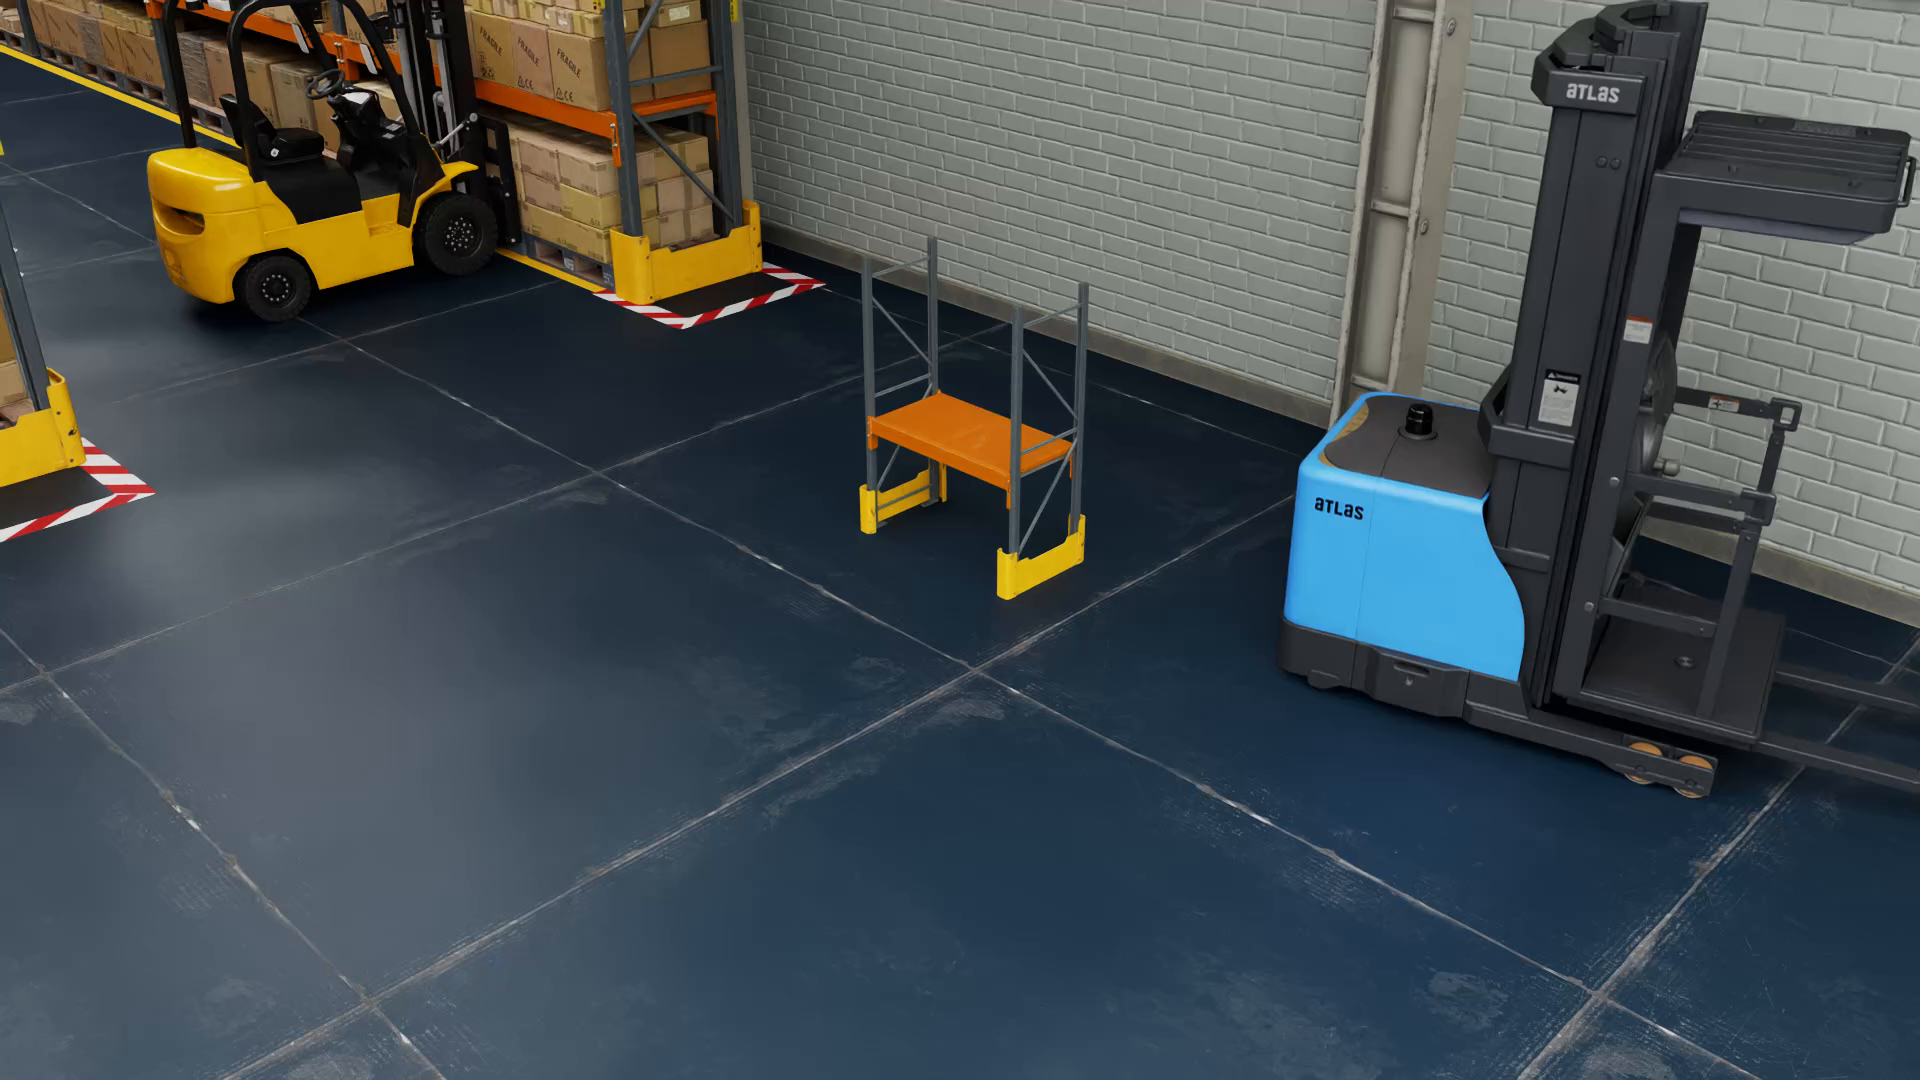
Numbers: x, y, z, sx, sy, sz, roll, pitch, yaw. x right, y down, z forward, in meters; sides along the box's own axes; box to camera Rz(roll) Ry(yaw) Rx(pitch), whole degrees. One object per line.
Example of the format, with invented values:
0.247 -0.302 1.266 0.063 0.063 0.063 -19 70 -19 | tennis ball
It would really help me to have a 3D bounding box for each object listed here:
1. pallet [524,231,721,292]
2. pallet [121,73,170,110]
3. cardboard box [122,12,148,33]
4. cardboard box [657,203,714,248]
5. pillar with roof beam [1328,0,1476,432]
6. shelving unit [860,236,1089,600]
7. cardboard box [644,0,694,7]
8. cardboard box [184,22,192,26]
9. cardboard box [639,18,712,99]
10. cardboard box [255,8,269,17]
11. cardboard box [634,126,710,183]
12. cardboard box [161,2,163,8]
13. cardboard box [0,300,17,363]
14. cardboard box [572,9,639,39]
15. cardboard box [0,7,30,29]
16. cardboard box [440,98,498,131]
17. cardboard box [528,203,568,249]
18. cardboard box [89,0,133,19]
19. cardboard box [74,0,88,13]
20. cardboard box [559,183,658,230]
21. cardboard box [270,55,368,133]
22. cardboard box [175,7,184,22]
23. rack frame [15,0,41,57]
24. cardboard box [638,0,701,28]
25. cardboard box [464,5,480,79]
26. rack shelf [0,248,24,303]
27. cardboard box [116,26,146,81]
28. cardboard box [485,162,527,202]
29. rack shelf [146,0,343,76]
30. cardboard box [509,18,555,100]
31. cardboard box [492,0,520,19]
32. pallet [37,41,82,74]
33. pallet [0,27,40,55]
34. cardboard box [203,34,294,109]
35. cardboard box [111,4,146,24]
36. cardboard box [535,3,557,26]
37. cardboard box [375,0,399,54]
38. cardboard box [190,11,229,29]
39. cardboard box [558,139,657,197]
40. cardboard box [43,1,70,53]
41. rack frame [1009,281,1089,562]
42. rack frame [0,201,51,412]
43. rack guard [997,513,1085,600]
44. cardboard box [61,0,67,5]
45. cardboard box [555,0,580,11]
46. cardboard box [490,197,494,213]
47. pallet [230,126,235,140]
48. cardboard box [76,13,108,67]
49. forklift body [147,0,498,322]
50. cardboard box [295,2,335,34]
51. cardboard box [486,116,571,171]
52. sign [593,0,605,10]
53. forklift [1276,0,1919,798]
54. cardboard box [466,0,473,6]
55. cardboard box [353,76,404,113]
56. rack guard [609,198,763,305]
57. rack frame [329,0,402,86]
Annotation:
-2.600 -2.266 12.832 1.213 0.211 1.003 25 36 38 | pallet
-8.235 -4.897 17.836 1.213 0.211 1.003 25 36 38 | pallet
-8.476 -5.397 17.329 0.250 0.149 0.380 22 35 36 | cardboard box
-2.238 -2.458 12.706 0.500 0.250 0.500 25 37 39 | cardboard box
-0.629 -3.060 4.900 0.400 9.000 9.100 25 36 38 | pillar with roof beam
0.054 -0.639 8.354 1.083 1.500 0.587 25 36 38 | shelving unit
-2.115 -3.908 11.835 0.250 0.149 0.380 24 36 37 | cardboard box
-8.170 -5.351 17.939 0.500 0.500 0.500 25 37 39 | cardboard box
-2.183 -3.562 12.195 0.500 0.500 0.500 -24 36 -38 | cardboard box
-6.115 -4.915 15.036 0.500 0.250 0.500 25 37 39 | cardboard box
-2.235 -2.895 12.462 0.500 0.250 0.500 24 36 38 | cardboard box
-8.636 -5.854 18.197 0.250 0.149 0.380 24 36 37 | cardboard box
-5.901 -1.279 9.657 0.500 0.500 0.500 23 36 37 | cardboard box
-2.469 -3.616 11.599 0.380 0.149 0.250 -25 36 -38 | cardboard box
-11.439 -6.356 20.102 0.396 0.266 0.258 -24 36 -37 | cardboard box
-4.032 -3.390 13.403 0.500 0.250 0.500 -24 36 -38 | cardboard box
-2.929 -2.447 12.684 0.500 0.250 0.500 25 36 38 | cardboard box
-9.185 -5.760 18.020 0.250 0.149 0.380 23 35 36 | cardboard box
-9.537 -5.936 18.353 0.380 0.149 0.250 -24 36 -37 | cardboard box
-2.591 -2.510 12.266 0.500 0.250 0.500 24 36 38 | cardboard box
-5.805 -4.127 15.475 0.625 0.625 0.875 24 36 38 | cardboard box
-8.287 -5.665 17.838 0.380 0.149 0.250 -25 37 -39 | cardboard box
-10.582 -7.180 19.182 0.127 3.000 1.000 25 36 38 | rack frame
-2.085 -3.793 11.935 0.250 0.149 0.380 23 36 37 | cardboard box
-3.655 -3.882 12.802 0.500 0.500 0.500 25 37 39 | cardboard box
-6.928 -1.950 10.009 4.000 0.370 1.077 25 36 38 | rack shelf
-8.531 -5.188 17.627 0.500 0.500 0.500 24 36 38 | cardboard box
-3.324 -2.838 12.891 0.500 0.250 0.500 24 36 37 | cardboard box
-6.303 -4.904 15.626 4.000 0.370 1.077 25 36 38 | rack shelf
-2.923 -3.554 12.179 0.500 0.500 0.500 -24 36 -38 | cardboard box
-3.206 -3.951 12.236 0.250 0.149 0.380 23 36 37 | cardboard box
-9.975 -5.693 19.350 1.213 0.211 1.003 25 36 38 | pallet
-11.071 -6.170 20.257 1.213 0.211 1.003 25 36 38 | pallet
-6.823 -4.591 16.358 0.875 0.625 0.625 -24 36 -38 | cardboard box
-8.789 -5.599 17.713 0.380 0.149 0.250 -24 36 -38 | cardboard box
-2.814 -3.794 11.939 0.380 0.149 0.250 -24 36 -38 | cardboard box
-4.361 -4.218 13.441 0.500 0.500 0.500 -25 36 -38 | cardboard box
-7.883 -5.515 17.553 0.380 0.149 0.250 -23 35 -37 | cardboard box
-2.572 -2.723 12.134 0.500 0.250 0.500 -24 36 -38 | cardboard box
-10.008 -5.856 18.899 0.500 0.500 0.500 24 36 38 | cardboard box
0.423 -0.470 8.033 0.032 1.500 0.500 25 36 38 | rack frame
-5.502 -1.616 8.600 0.127 3.000 1.000 25 36 38 | rack frame
0.409 0.077 8.335 0.087 0.250 0.587 25 36 38 | rack guard
-9.865 -6.112 18.687 0.250 0.149 0.380 24 36 38 | cardboard box
-2.626 -3.845 11.714 0.250 0.149 0.380 25 36 38 | cardboard box
-3.666 -2.775 13.308 0.500 0.250 0.500 -24 36 -38 | cardboard box
-6.304 -3.961 16.056 1.213 0.211 1.003 25 36 38 | pallet
-9.290 -5.521 18.261 0.500 0.500 0.500 23 35 37 | cardboard box
-4.656 -2.902 11.958 1.214 2.155 2.313 25 36 38 | forklift body
-5.420 -4.581 14.400 0.500 0.250 0.500 -24 36 -38 | cardboard box
-3.307 -3.049 12.754 0.500 0.250 0.500 -25 37 -39 | cardboard box
-2.415 -3.706 11.077 0.005 0.325 0.100 25 36 38 | sign
2.974 -0.533 6.614 3.031 2.935 1.130 15 31 26 | forklift
-3.515 -4.138 12.592 0.250 0.149 0.380 24 36 38 | cardboard box
-4.752 -3.719 14.029 0.500 0.250 0.500 24 36 38 | cardboard box
-2.008 -2.150 12.302 0.348 0.500 1.175 25 36 38 | rack guard
-4.877 -4.570 14.217 0.127 3.000 1.000 25 36 38 | rack frame
